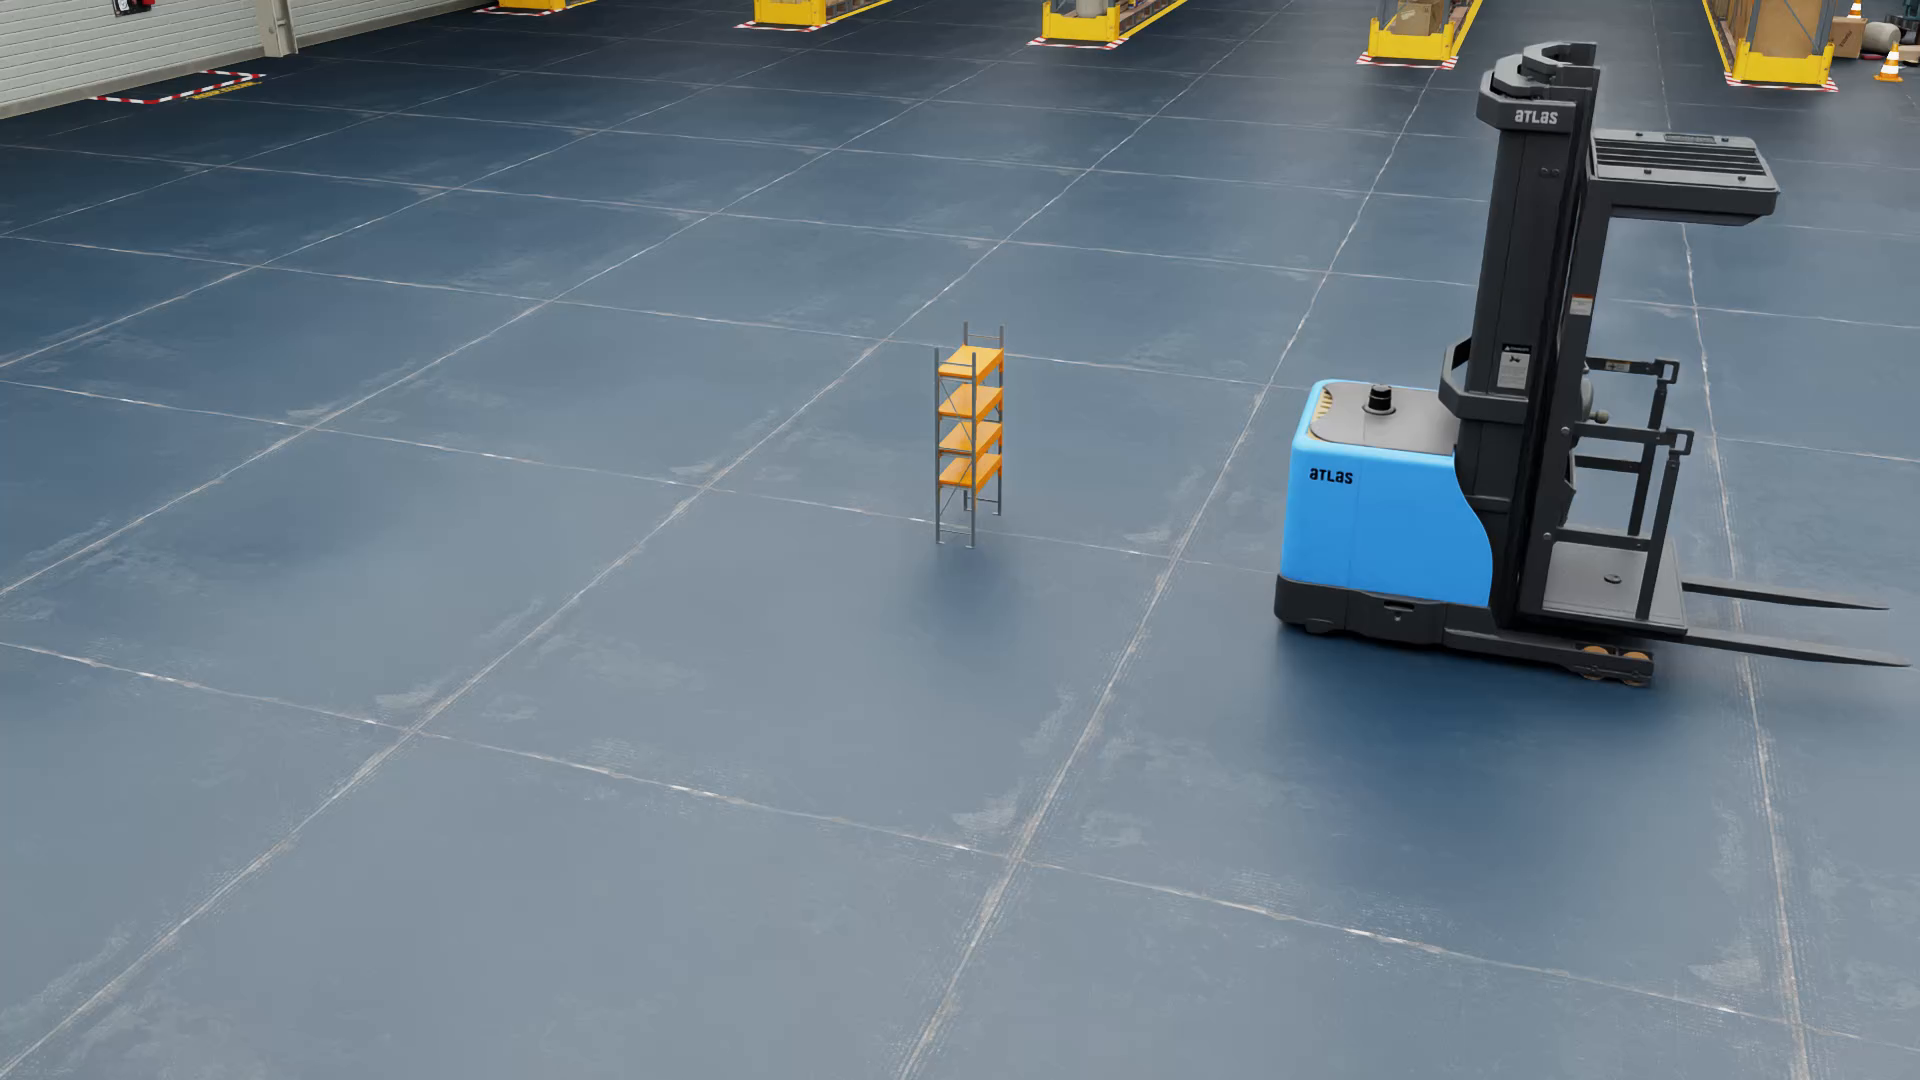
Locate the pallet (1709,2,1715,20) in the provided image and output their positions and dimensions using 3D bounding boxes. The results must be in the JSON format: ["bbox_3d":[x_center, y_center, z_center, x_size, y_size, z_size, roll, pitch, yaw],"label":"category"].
[{"bbox_3d":[13.131,-8.877,27.842,1.003,0.211,1.213,9,27,17],"label":"pallet"}]

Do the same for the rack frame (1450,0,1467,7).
[{"bbox_3d":[7.897,-10.062,27.090,1.000,3.000,0.127,9,27,17],"label":"rack frame"}]

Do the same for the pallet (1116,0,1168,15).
[{"bbox_3d":[2.963,-9.255,28.623,1.003,0.211,1.213,9,27,17],"label":"pallet"}]

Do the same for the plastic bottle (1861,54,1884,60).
[{"bbox_3d":[13.283,-7.032,24.204,0.283,0.061,0.133,0,26,-1],"label":"plastic bottle"}]

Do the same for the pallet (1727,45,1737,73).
[{"bbox_3d":[11.402,-6.742,23.433,1.003,0.211,1.213,9,27,17],"label":"pallet"}]

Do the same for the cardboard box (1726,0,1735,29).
[{"bbox_3d":[12.265,-8.286,25.377,0.875,0.875,0.875,9,27,18],"label":"cardboard box"}]

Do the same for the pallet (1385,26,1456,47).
[{"bbox_3d":[6.895,-7.523,25.046,1.003,0.211,1.213,9,27,17],"label":"pallet"}]

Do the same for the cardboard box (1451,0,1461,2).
[{"bbox_3d":[8.122,-9.384,28.053,0.700,0.500,0.500,7,27,13],"label":"cardboard box"}]

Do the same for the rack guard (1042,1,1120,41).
[{"bbox_3d":[1.876,-8.049,25.801,1.175,0.500,0.348,9,27,17],"label":"rack guard"}]

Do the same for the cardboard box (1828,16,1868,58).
[{"bbox_3d":[12.992,-7.390,24.437,0.500,0.500,0.500,14,29,26],"label":"cardboard box"}]

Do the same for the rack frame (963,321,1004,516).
[{"bbox_3d":[0.136,-0.708,9.836,0.240,1.200,0.015,9,27,17],"label":"rack frame"}]

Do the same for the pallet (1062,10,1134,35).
[{"bbox_3d":[2.151,-8.252,26.552,1.003,0.211,1.213,9,27,17],"label":"pallet"}]

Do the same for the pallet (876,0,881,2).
[{"bbox_3d":[-1.748,-9.924,30.005,1.003,0.211,1.213,9,27,17],"label":"pallet"}]

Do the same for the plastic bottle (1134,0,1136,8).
[{"bbox_3d":[2.827,-8.817,27.225,0.097,0.201,0.097,0,26,0],"label":"plastic bottle"}]

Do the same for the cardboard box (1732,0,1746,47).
[{"bbox_3d":[11.664,-7.540,23.837,0.875,0.875,0.875,8,27,17],"label":"cardboard box"}]

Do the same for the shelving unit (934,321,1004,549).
[{"bbox_3d":[0.055,-0.608,9.629,0.258,1.200,0.503,9,27,17],"label":"shelving unit"}]

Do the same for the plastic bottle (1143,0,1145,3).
[{"bbox_3d":[3.041,-9.082,27.772,0.097,0.201,0.097,0,26,0],"label":"plastic bottle"}]

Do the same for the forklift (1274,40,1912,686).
[{"bbox_3d":[3.234,-0.854,8.151,3.031,2.935,1.130,8,27,16],"label":"forklift"}]

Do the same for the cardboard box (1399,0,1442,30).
[{"bbox_3d":[6.956,-7.987,25.190,0.500,0.500,0.500,17,30,31],"label":"cardboard box"}]

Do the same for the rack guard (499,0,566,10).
[{"bbox_3d":[-7.422,-9.479,28.754,1.175,0.500,0.348,9,27,17],"label":"rack guard"}]

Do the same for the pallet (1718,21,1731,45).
[{"bbox_3d":[12.214,-7.745,25.504,1.003,0.211,1.213,9,27,17],"label":"pallet"}]

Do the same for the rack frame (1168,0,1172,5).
[{"bbox_3d":[3.226,-10.780,28.573,1.000,3.000,0.127,9,27,17],"label":"rack frame"}]

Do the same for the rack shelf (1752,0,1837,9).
[{"bbox_3d":[11.875,-8.155,23.977,1.077,0.370,4.000,9,27,17],"label":"rack shelf"}]

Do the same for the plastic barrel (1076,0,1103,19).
[{"bbox_3d":[2.042,-8.487,26.210,0.421,0.512,0.421,0,26,0],"label":"plastic barrel"}]

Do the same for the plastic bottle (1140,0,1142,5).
[{"bbox_3d":[2.973,-8.998,27.597,0.097,0.201,0.097,0,26,0],"label":"plastic bottle"}]

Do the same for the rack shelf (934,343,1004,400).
[{"bbox_3d":[0.055,-0.962,9.458,0.258,0.148,0.480,9,27,17],"label":"rack shelf"}]

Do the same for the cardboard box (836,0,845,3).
[{"bbox_3d":[-2.223,-9.202,27.986,0.500,0.250,0.500,9,27,17],"label":"cardboard box"}]

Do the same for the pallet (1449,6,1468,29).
[{"bbox_3d":[7.707,-8.526,27.117,1.003,0.211,1.213,9,27,17],"label":"pallet"}]

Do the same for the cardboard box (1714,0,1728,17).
[{"bbox_3d":[12.662,-8.746,26.471,1.050,0.750,0.750,9,27,17],"label":"cardboard box"}]

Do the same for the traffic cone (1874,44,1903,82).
[{"bbox_3d":[12.725,-6.528,22.701,0.336,0.463,0.334,9,27,17],"label":"traffic cone"}]

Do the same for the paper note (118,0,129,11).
[{"bbox_3d":[-11.009,-7.051,21.882,0.016,0.148,0.142,9,27,17],"label":"paper note"}]

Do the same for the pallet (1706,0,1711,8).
[{"bbox_3d":[13.538,-9.377,28.874,1.003,0.211,1.213,9,27,17],"label":"pallet"}]

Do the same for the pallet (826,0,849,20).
[{"bbox_3d":[-2.560,-8.922,27.934,1.003,0.211,1.213,9,27,17],"label":"pallet"}]

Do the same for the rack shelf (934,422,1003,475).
[{"bbox_3d":[0.055,-0.548,9.658,0.258,0.148,0.480,9,27,17],"label":"rack shelf"}]

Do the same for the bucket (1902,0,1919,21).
[{"bbox_3d":[14.669,-8.122,25.094,0.726,0.611,0.620,20,22,35],"label":"bucket"}]

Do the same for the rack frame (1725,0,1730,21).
[{"bbox_3d":[12.541,-9.301,25.518,1.000,3.000,0.127,9,27,17],"label":"rack frame"}]
